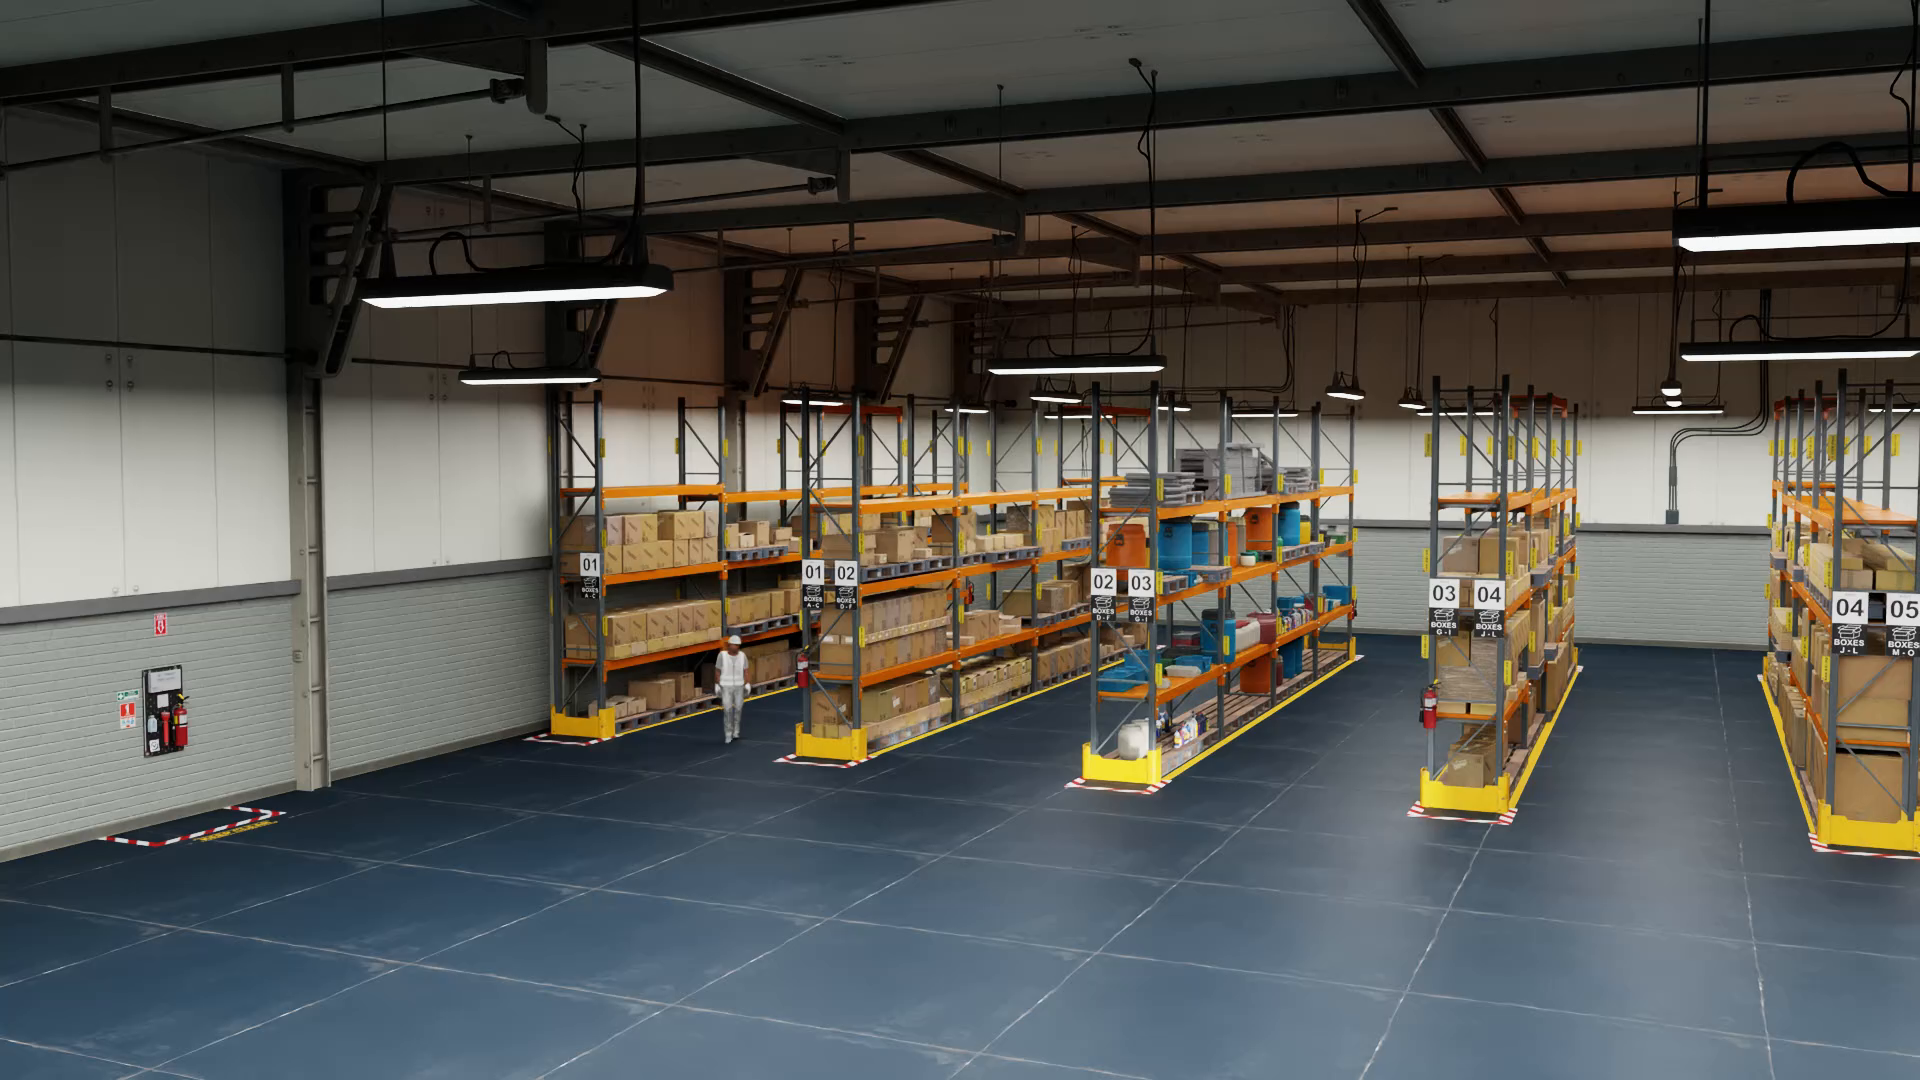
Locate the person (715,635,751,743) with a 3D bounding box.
[{"bbox_3d":[-3.881,2.564,28.503,0.583,1.850,0.517,-1,3,-23],"label":"person"}]
